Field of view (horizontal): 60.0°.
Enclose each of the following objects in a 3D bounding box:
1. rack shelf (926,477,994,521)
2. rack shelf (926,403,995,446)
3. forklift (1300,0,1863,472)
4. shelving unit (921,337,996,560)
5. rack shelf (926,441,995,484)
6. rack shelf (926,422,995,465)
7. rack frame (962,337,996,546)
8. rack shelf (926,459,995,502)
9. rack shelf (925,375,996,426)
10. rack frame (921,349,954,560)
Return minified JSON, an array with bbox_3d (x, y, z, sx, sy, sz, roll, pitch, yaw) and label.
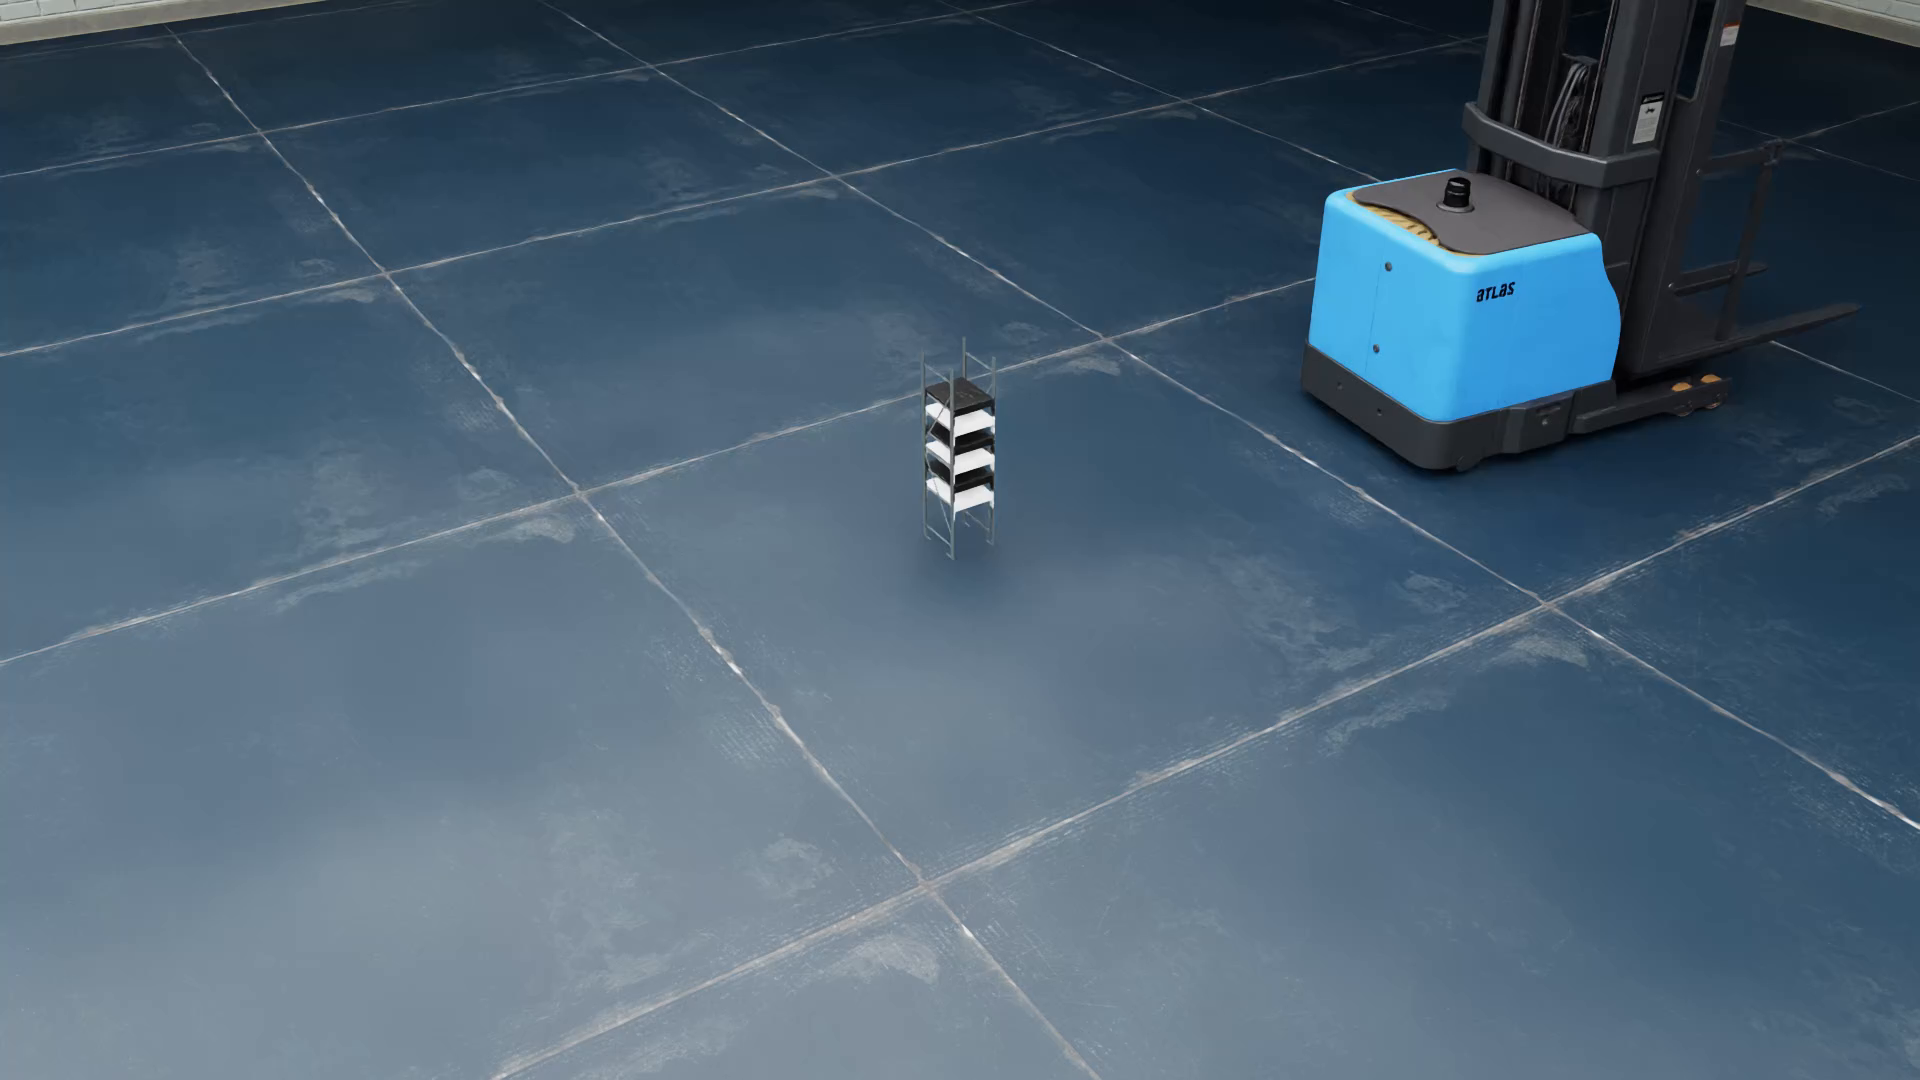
[{"bbox_3d":[-0.007,-0.198,7.120,0.200,0.077,0.258,-19,37,-27],"label":"rack shelf"},{"bbox_3d":[-0.007,-0.502,6.928,0.200,0.077,0.258,-19,37,-27],"label":"rack shelf"},{"bbox_3d":[3.264,-2.087,7.812,3.031,2.935,1.130,-15,35,-22],"label":"forklift"},{"bbox_3d":[-0.007,-0.378,7.006,0.210,0.900,0.258,-19,37,-27],"label":"shelving unit"},{"bbox_3d":[-0.007,-0.350,7.024,0.200,0.077,0.258,-19,37,-27],"label":"rack shelf"},{"bbox_3d":[-0.007,-0.426,6.976,0.200,0.077,0.258,-19,37,-27],"label":"rack shelf"},{"bbox_3d":[0.079,-0.408,7.053,0.006,0.900,0.240,-19,37,-27],"label":"rack frame"},{"bbox_3d":[-0.007,-0.274,7.072,0.200,0.077,0.258,-19,37,-27],"label":"rack shelf"},{"bbox_3d":[-0.007,-0.578,6.880,0.200,0.077,0.258,-19,37,-27],"label":"rack shelf"},{"bbox_3d":[-0.092,-0.349,6.960,0.006,0.900,0.240,-19,37,-27],"label":"rack frame"}]
